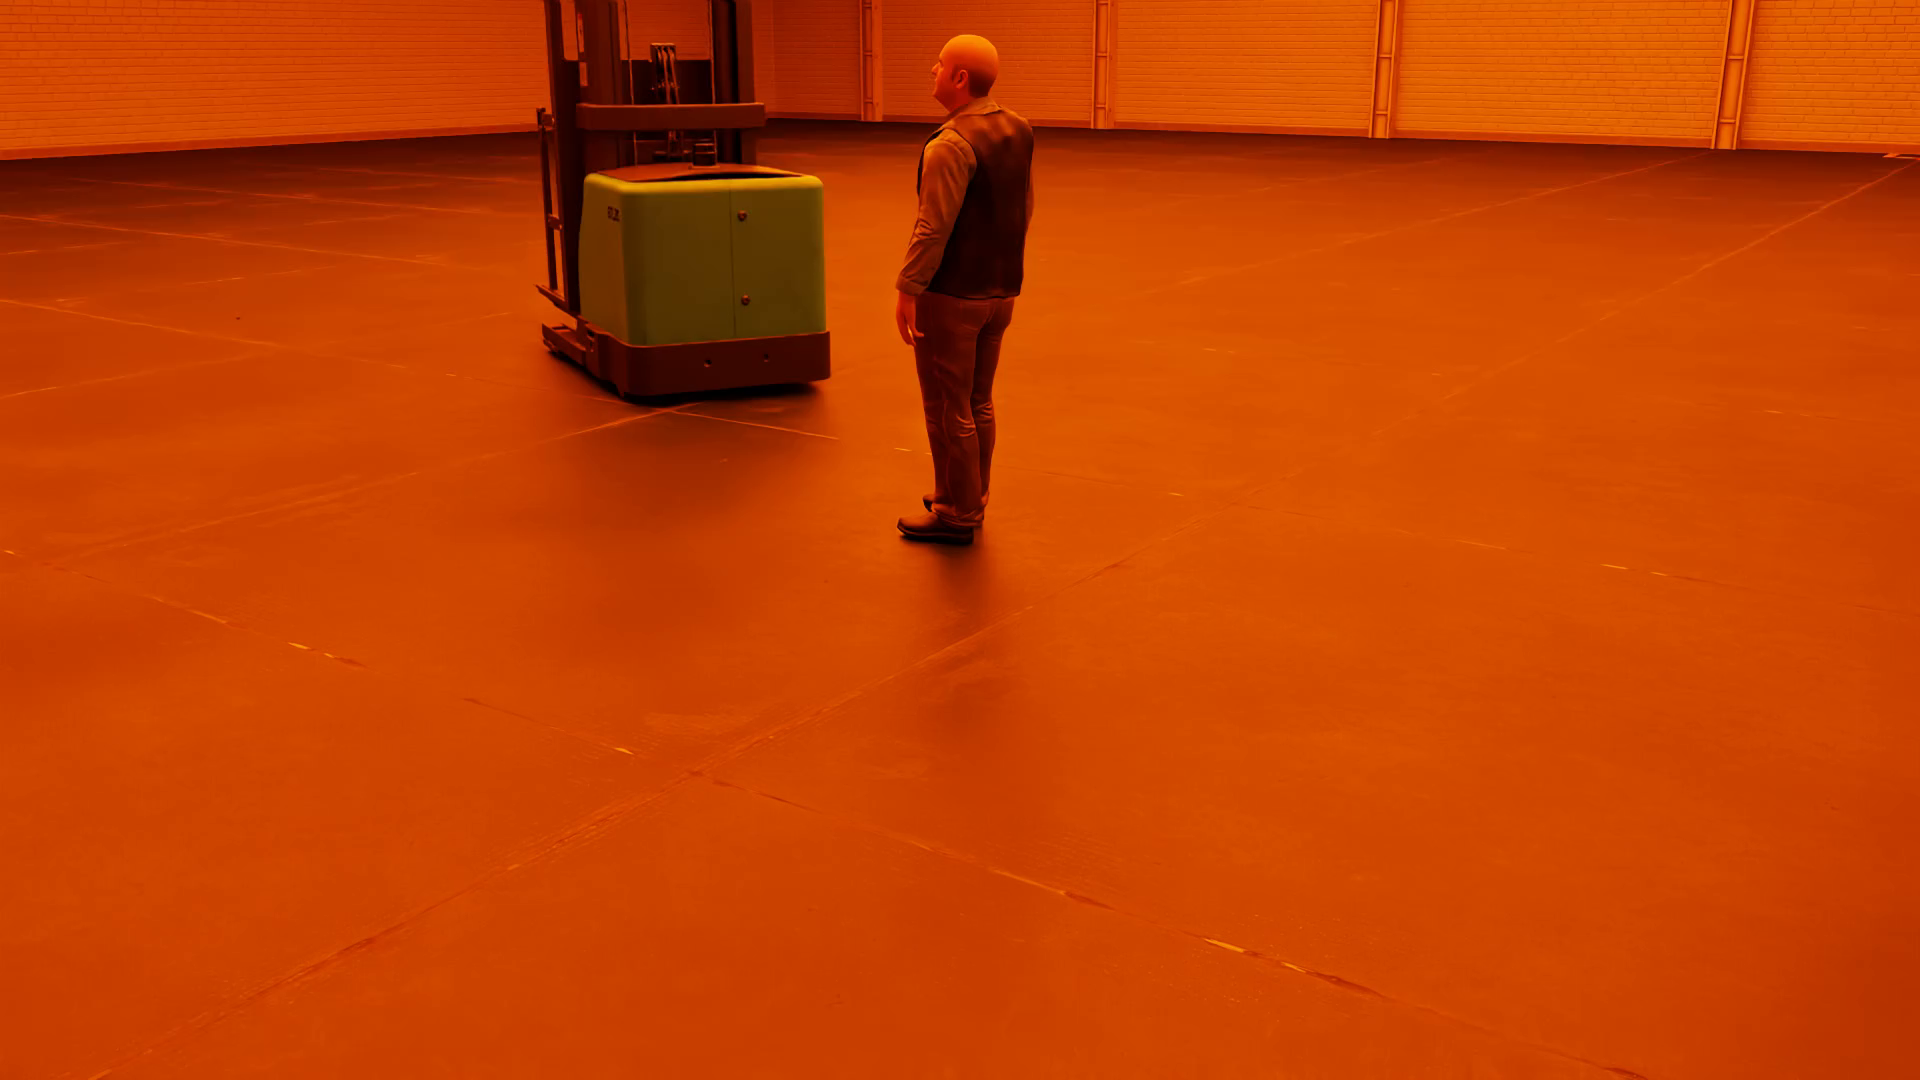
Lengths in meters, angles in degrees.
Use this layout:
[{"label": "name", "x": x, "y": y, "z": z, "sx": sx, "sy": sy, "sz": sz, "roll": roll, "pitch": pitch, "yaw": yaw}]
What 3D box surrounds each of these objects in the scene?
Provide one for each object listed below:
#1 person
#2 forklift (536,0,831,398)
[{"label": "person", "x": -0.048, "y": -0.844, "z": 5.740, "sx": 0.566, "sy": 1.722, "sz": 0.633, "roll": 11, "pitch": 20, "yaw": 33}, {"label": "forklift", "x": -1.751, "y": -2.478, "z": 9.121, "sx": 1.130, "sy": 2.935, "sz": 3.031, "roll": -8, "pitch": 18, "yaw": -24}]
